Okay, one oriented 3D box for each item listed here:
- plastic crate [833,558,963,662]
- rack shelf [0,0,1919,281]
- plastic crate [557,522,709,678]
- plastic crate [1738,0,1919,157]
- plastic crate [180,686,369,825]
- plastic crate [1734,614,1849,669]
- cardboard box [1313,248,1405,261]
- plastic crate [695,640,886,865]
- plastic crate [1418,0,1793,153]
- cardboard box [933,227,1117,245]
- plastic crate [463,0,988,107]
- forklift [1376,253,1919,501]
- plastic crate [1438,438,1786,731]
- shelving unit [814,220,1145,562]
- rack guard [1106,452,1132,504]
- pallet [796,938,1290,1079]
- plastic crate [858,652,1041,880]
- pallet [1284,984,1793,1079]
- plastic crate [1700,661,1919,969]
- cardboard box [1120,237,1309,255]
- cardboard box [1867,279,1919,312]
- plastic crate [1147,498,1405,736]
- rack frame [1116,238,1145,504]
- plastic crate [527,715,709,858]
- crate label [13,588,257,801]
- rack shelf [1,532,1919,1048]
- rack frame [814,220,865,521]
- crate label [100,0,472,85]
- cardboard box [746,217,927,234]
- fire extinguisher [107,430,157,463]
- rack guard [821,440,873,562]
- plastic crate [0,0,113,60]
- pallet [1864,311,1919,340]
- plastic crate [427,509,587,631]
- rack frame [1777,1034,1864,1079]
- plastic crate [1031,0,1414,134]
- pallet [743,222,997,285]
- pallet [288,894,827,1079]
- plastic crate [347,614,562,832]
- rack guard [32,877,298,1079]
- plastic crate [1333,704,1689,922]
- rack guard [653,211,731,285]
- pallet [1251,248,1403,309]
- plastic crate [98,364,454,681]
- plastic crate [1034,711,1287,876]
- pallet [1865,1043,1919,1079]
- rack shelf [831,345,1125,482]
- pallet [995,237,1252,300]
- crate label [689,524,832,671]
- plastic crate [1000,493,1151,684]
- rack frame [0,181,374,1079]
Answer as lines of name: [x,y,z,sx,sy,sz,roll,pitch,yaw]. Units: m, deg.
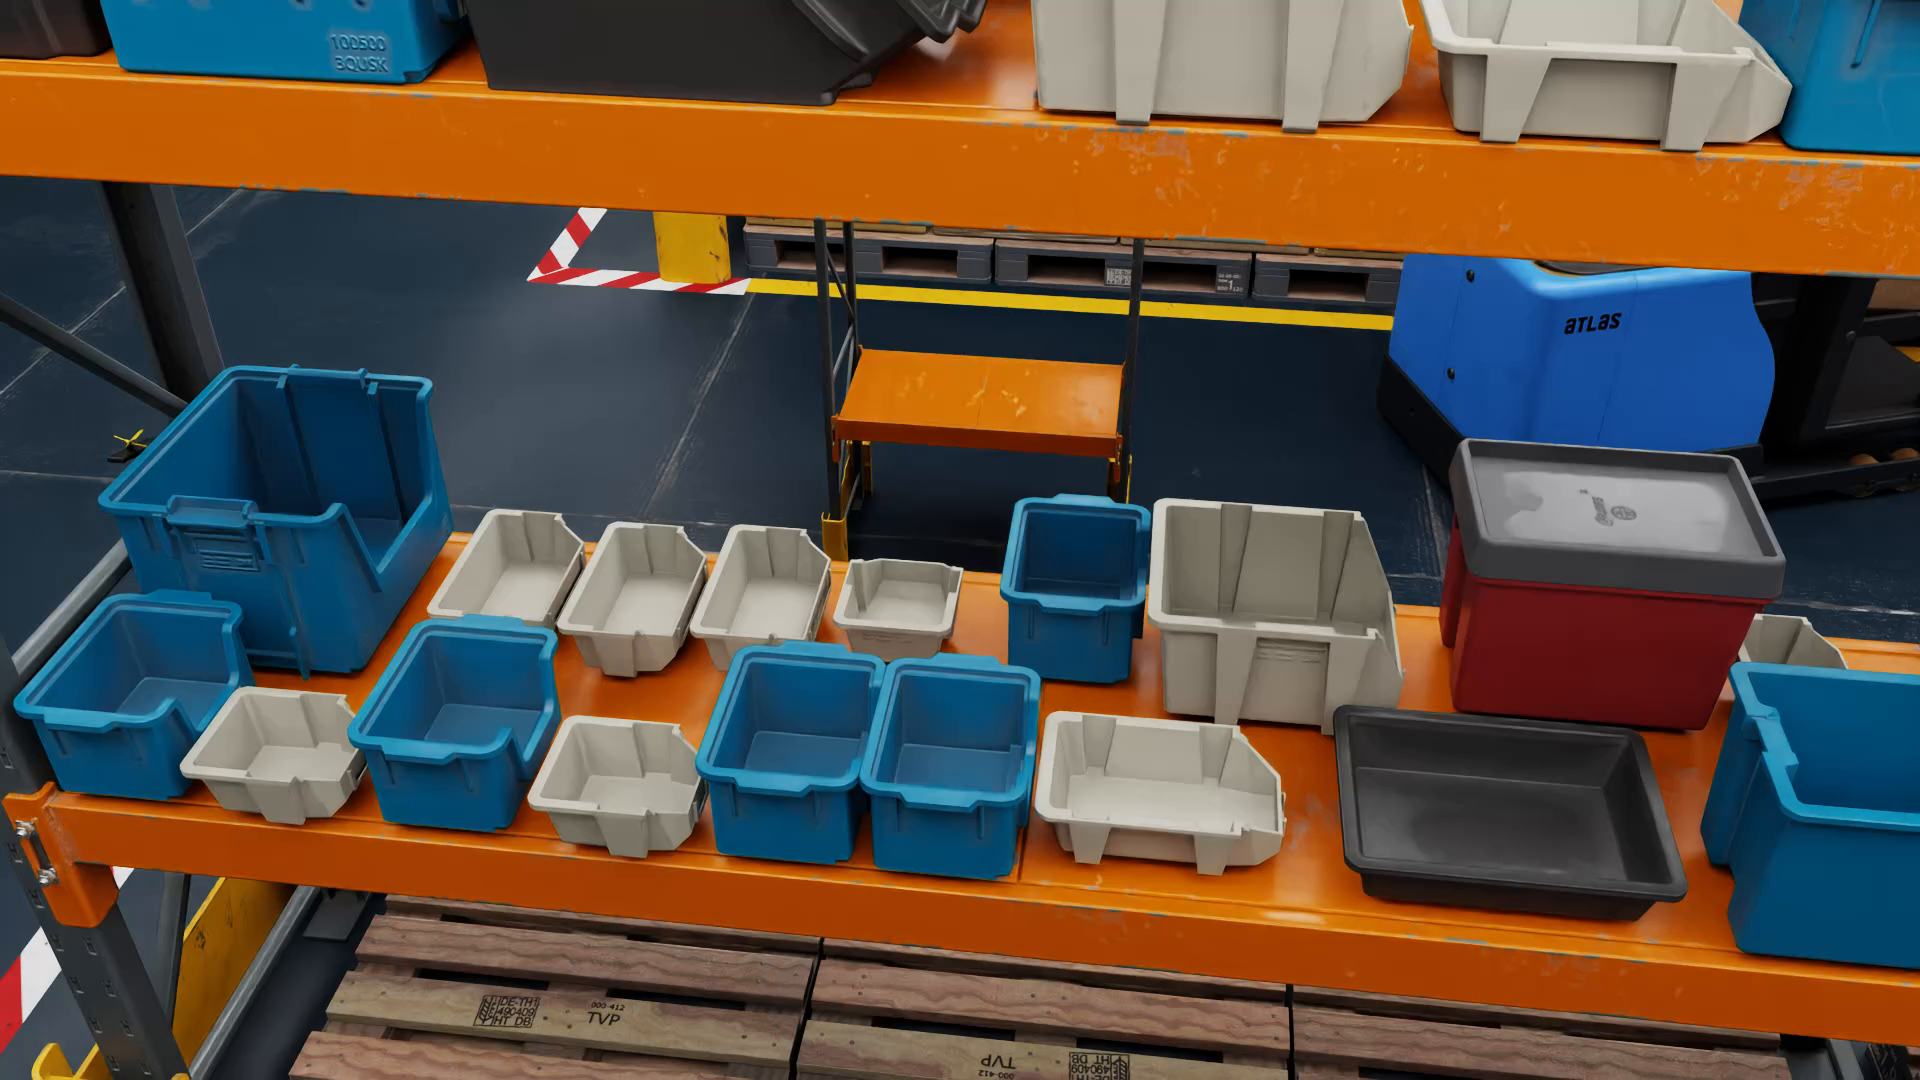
plastic crate: [-0.127,0.153,3.629,0.250,0.136,0.298,4,36,6]
rack shelf: [0.164,-0.714,2.705,4.000,0.370,1.077,4,36,6]
plastic crate: [-0.702,0.135,3.654,0.243,0.136,0.396,4,36,6]
plastic crate: [1.204,-0.674,2.174,0.300,0.233,0.416,4,36,6]
plastic crate: [-1.309,0.429,3.243,0.298,0.136,0.250,4,36,6]
plastic crate: [1.704,0.328,3.383,0.243,0.136,0.396,4,36,6]
cardboard box: [2.134,-1.893,7.787,0.875,0.875,0.875,4,36,6]
plastic crate: [-0.311,0.415,3.178,0.300,0.233,0.416,4,36,6]
plastic crate: [0.838,-0.626,2.190,0.466,0.136,0.293,4,36,6]
cardboard box: [0.359,-2.025,7.973,0.875,0.875,0.875,4,36,6]
plastic crate: [-0.339,-0.858,2.341,0.767,0.338,0.504,4,36,6]
forklift: [3.305,-1.650,6.039,3.031,2.935,1.130,-8,36,-11]
plastic crate: [1.294,0.101,3.419,0.583,0.464,0.402,4,36,6]
shelving unit: [0.076,-0.605,5.806,1.083,1.500,0.587,4,36,6]
rack guard: [0.570,-0.059,6.118,0.087,0.250,0.587,4,36,6]
pallet: [0.200,1.376,4.140,1.213,0.211,1.003,4,36,6]
plastic crate: [-0.013,0.438,3.147,0.300,0.233,0.416,4,36,6]
pallet: [1.414,1.465,4.015,1.213,0.211,1.003,4,36,6]
plastic crate: [1.641,0.506,2.921,0.575,0.384,0.392,4,36,6]
cardboard box: [1.242,-1.959,7.881,0.875,0.875,0.875,4,36,6]
cardboard box: [4.302,-1.696,7.512,0.875,0.875,1.225,3,36,4]
plastic crate: [0.657,0.167,3.484,0.530,0.282,0.437,4,36,6]
rack frame: [0.589,-0.567,5.753,0.032,1.500,0.500,4,36,6]
plastic crate: [-0.636,0.479,3.172,0.298,0.136,0.250,4,36,6]
crate label: [-1.617,0.318,3.315,0.303,0.233,0.416,4,36,6]
rack shelf: [0.164,0.507,3.577,4.000,0.370,1.077,4,36,6]
rack frame: [-0.420,-0.642,5.858,0.032,1.500,0.500,4,36,6]
crate label: [-0.946,-0.840,2.390,0.502,0.251,0.408,4,36,6]
cardboard box: [-0.544,-2.092,8.067,0.875,0.875,0.875,4,36,6]
fire extinguisher: [-1.911,-0.023,4.088,0.183,0.674,0.296,4,36,6]
rack guard: [-0.418,-0.133,6.221,0.087,0.250,0.587,4,36,6]
plastic crate: [-1.473,-0.912,2.477,0.590,0.269,0.497,4,36,6]
pallet: [4.767,-1.254,7.825,1.213,0.211,1.003,4,36,6]
plastic crate: [-0.988,0.105,3.696,0.243,0.136,0.396,4,36,6]
rack frame: [2.148,0.362,3.160,0.127,3.000,1.000,4,36,6]
plastic crate: [0.339,-0.765,2.259,0.530,0.282,0.437,4,36,6]
pallet: [-0.386,-1.638,8.364,1.213,0.211,1.003,4,36,6]
pallet: [-1.006,1.285,4.268,1.213,0.211,1.003,4,36,6]
plastic crate: [-0.964,0.367,3.247,0.300,0.233,0.416,4,36,6]
rack guard: [-1.845,1.089,4.293,0.348,0.500,1.175,4,36,6]
plastic crate: [1.003,0.522,3.122,0.590,0.125,0.437,4,36,6]
rack guard: [-1.212,-1.772,8.302,0.348,0.500,1.175,4,36,6]
pallet: [2.034,-1.458,8.111,1.213,0.211,1.003,4,36,6]
plastic crate: [-1.464,-0.055,3.663,0.499,0.435,0.616,4,36,6]
plastic crate: [0.382,0.490,3.157,0.466,0.136,0.293,4,36,6]
pallet: [2.908,1.578,3.857,1.213,0.211,1.003,4,36,6]
rack shelf: [0.085,-0.458,5.910,1.000,0.185,0.538,4,36,6]
pallet: [0.821,-1.547,8.236,1.213,0.211,1.003,4,36,6]
crate label: [-0.423,0.142,3.645,0.243,0.136,0.396,4,36,6]
plastic crate: [0.250,0.114,3.600,0.300,0.233,0.416,4,36,6]
rack frame: [-1.820,0.066,3.575,0.127,3.000,1.000,4,36,6]
